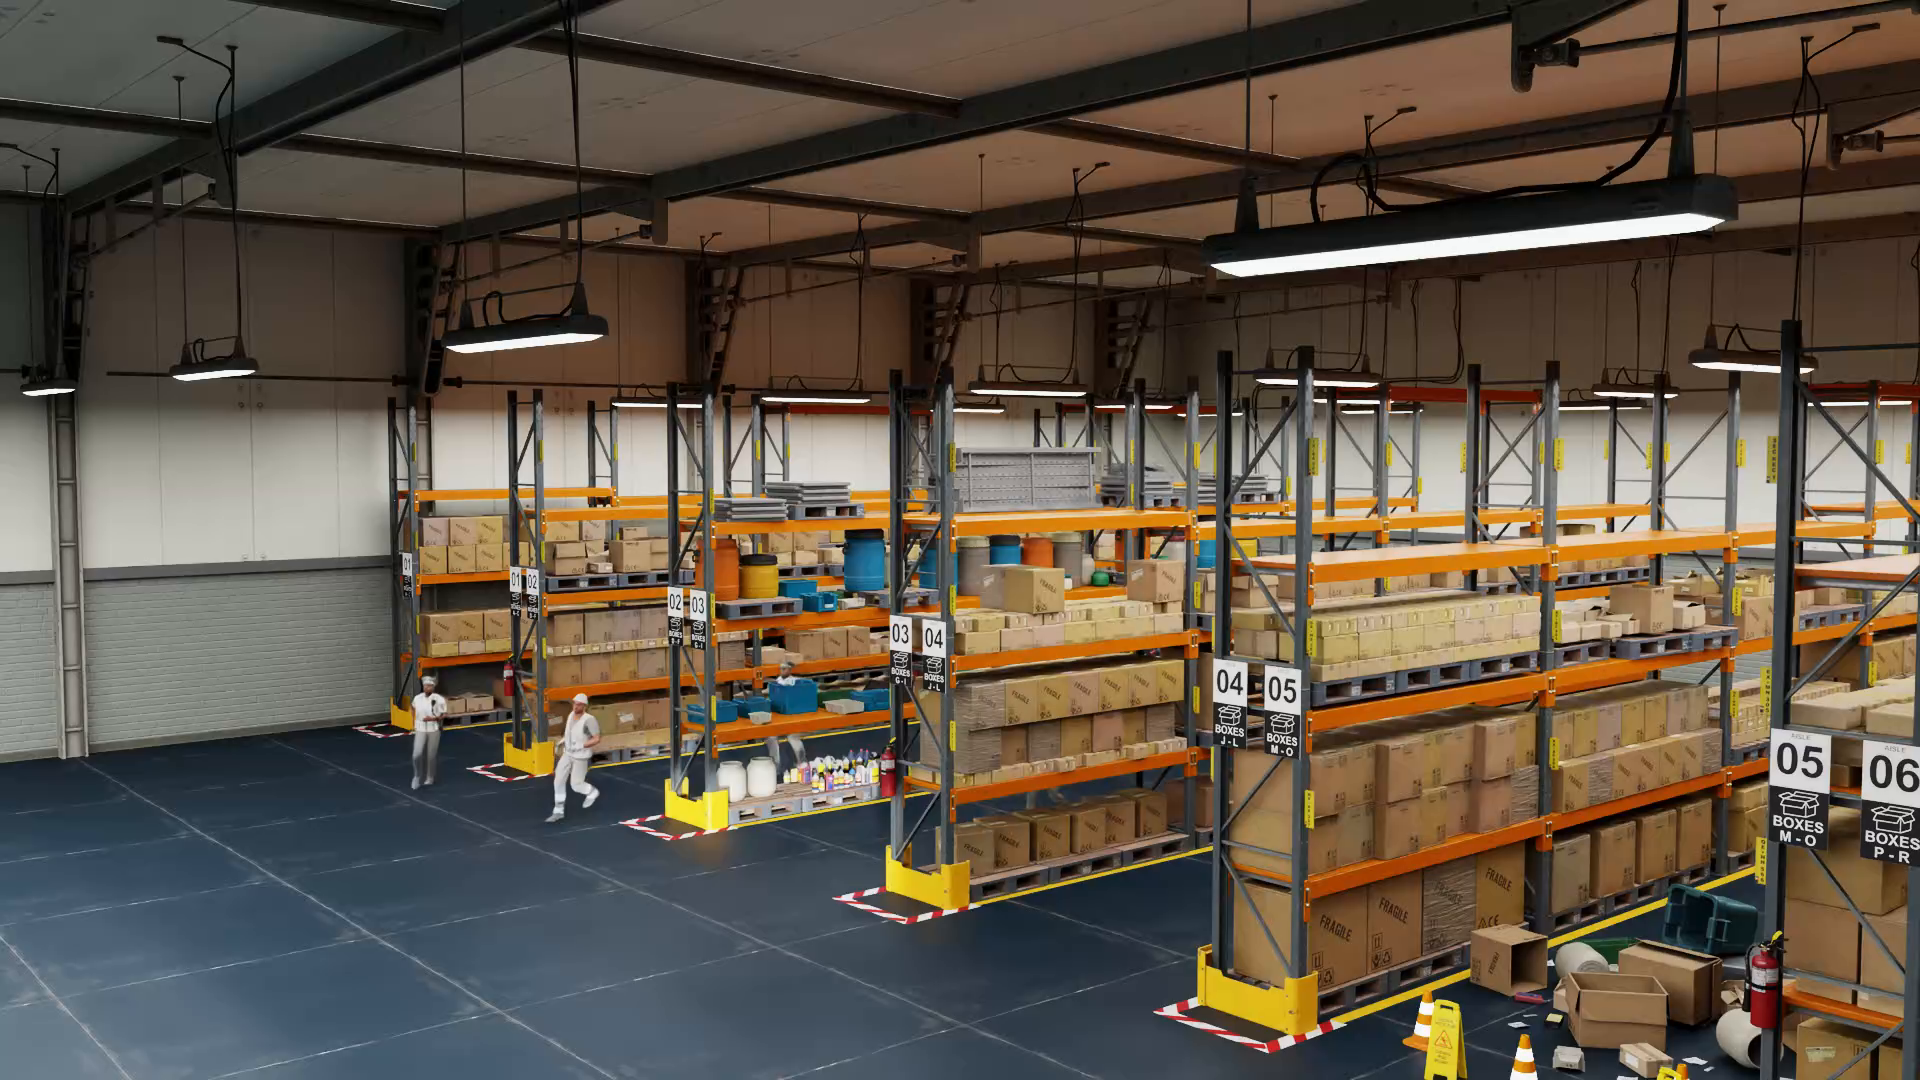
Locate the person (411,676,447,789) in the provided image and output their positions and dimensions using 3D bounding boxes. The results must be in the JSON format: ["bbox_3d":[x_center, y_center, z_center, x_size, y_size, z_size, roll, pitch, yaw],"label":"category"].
[{"bbox_3d":[-7.966,2.871,24.897,0.559,1.692,0.632,-1,3,-9],"label":"person"}]

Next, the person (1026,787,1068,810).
[{"bbox_3d":[1.077,3.010,22.030,0.506,1.682,0.940,3,5,45],"label":"person"}]

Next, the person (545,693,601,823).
[{"bbox_3d":[-5.210,2.965,22.815,0.701,1.756,0.885,2,4,31],"label":"person"}]

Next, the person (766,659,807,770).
[{"bbox_3d":[-2.723,2.777,25.933,0.634,1.850,0.773,2,4,34],"label":"person"}]
